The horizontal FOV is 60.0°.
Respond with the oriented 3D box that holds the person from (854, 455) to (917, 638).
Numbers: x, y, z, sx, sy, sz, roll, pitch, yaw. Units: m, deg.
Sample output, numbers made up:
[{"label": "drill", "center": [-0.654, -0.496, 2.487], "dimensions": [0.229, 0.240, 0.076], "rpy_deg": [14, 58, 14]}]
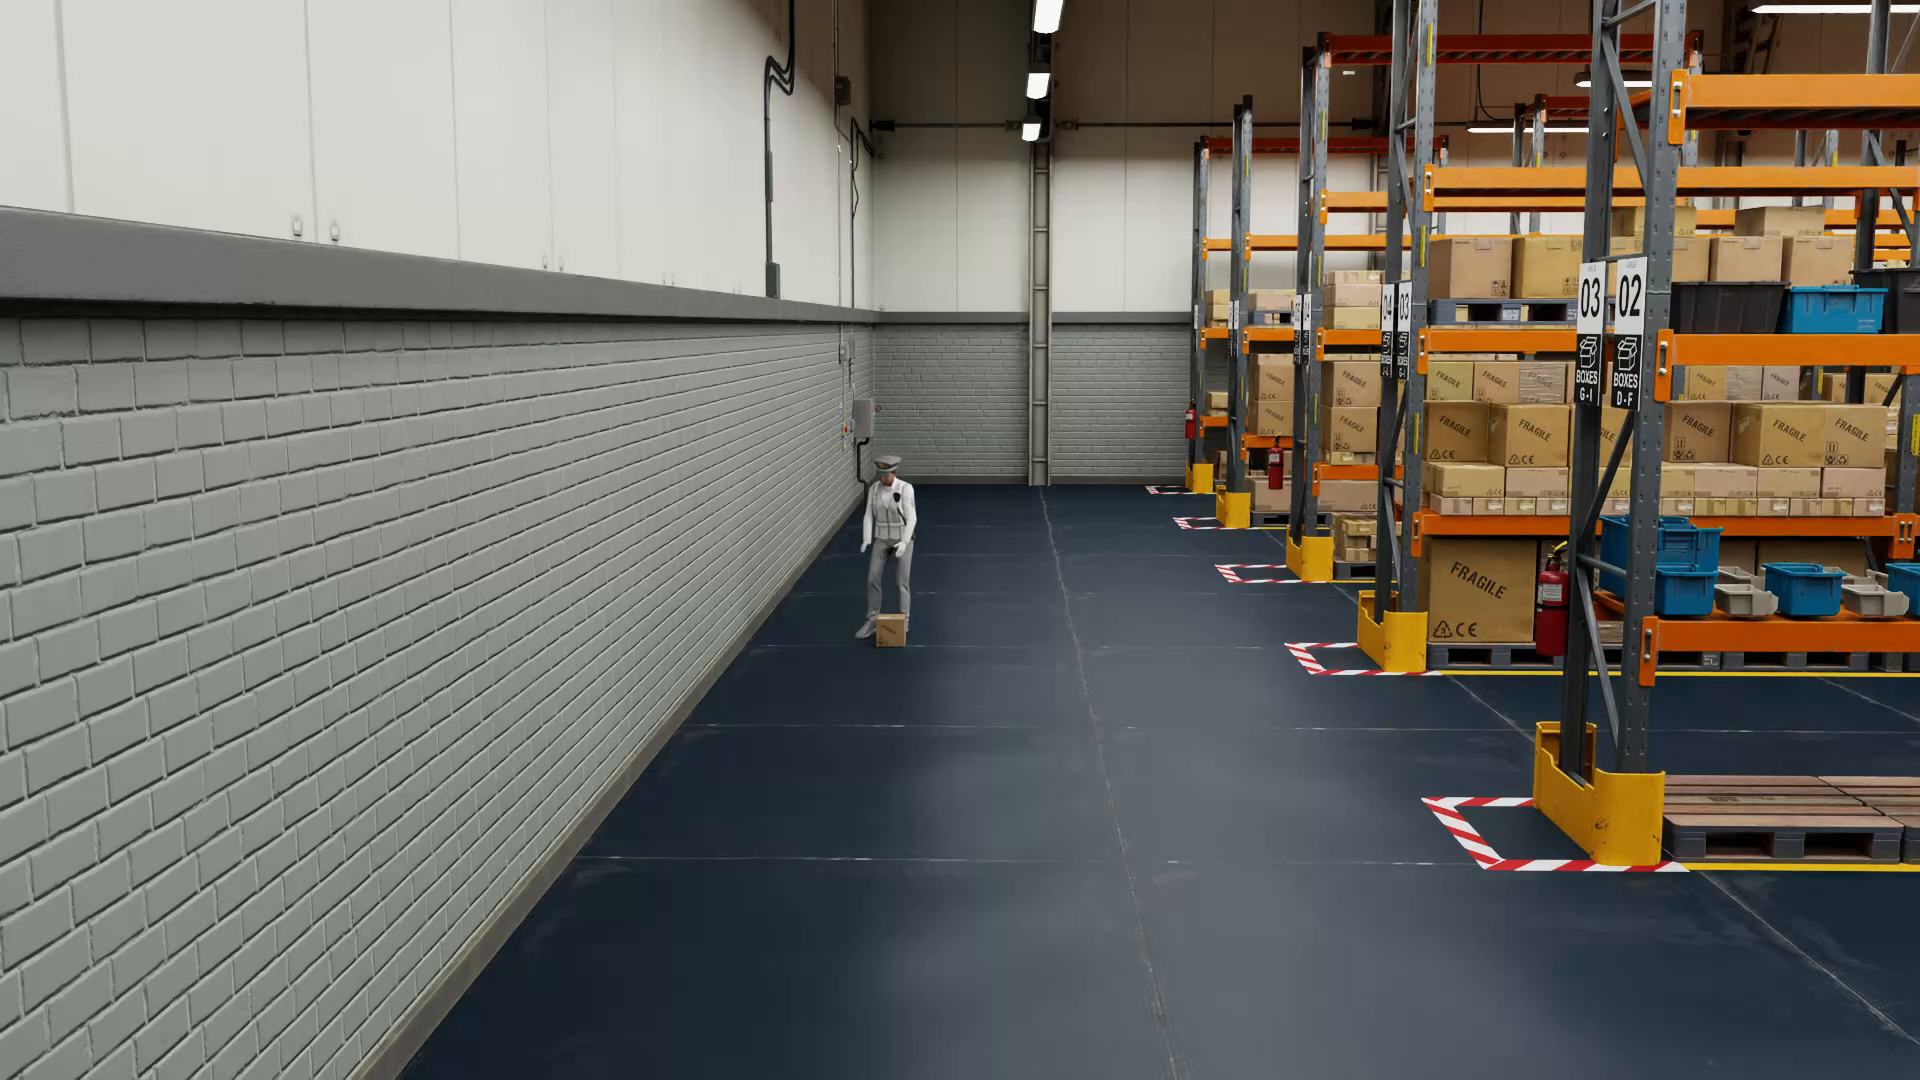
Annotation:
[{"label": "person", "center": [-0.670, 0.062, 15.288], "dimensions": [0.540, 1.684, 0.502], "rpy_deg": [2, 8, 17]}]
